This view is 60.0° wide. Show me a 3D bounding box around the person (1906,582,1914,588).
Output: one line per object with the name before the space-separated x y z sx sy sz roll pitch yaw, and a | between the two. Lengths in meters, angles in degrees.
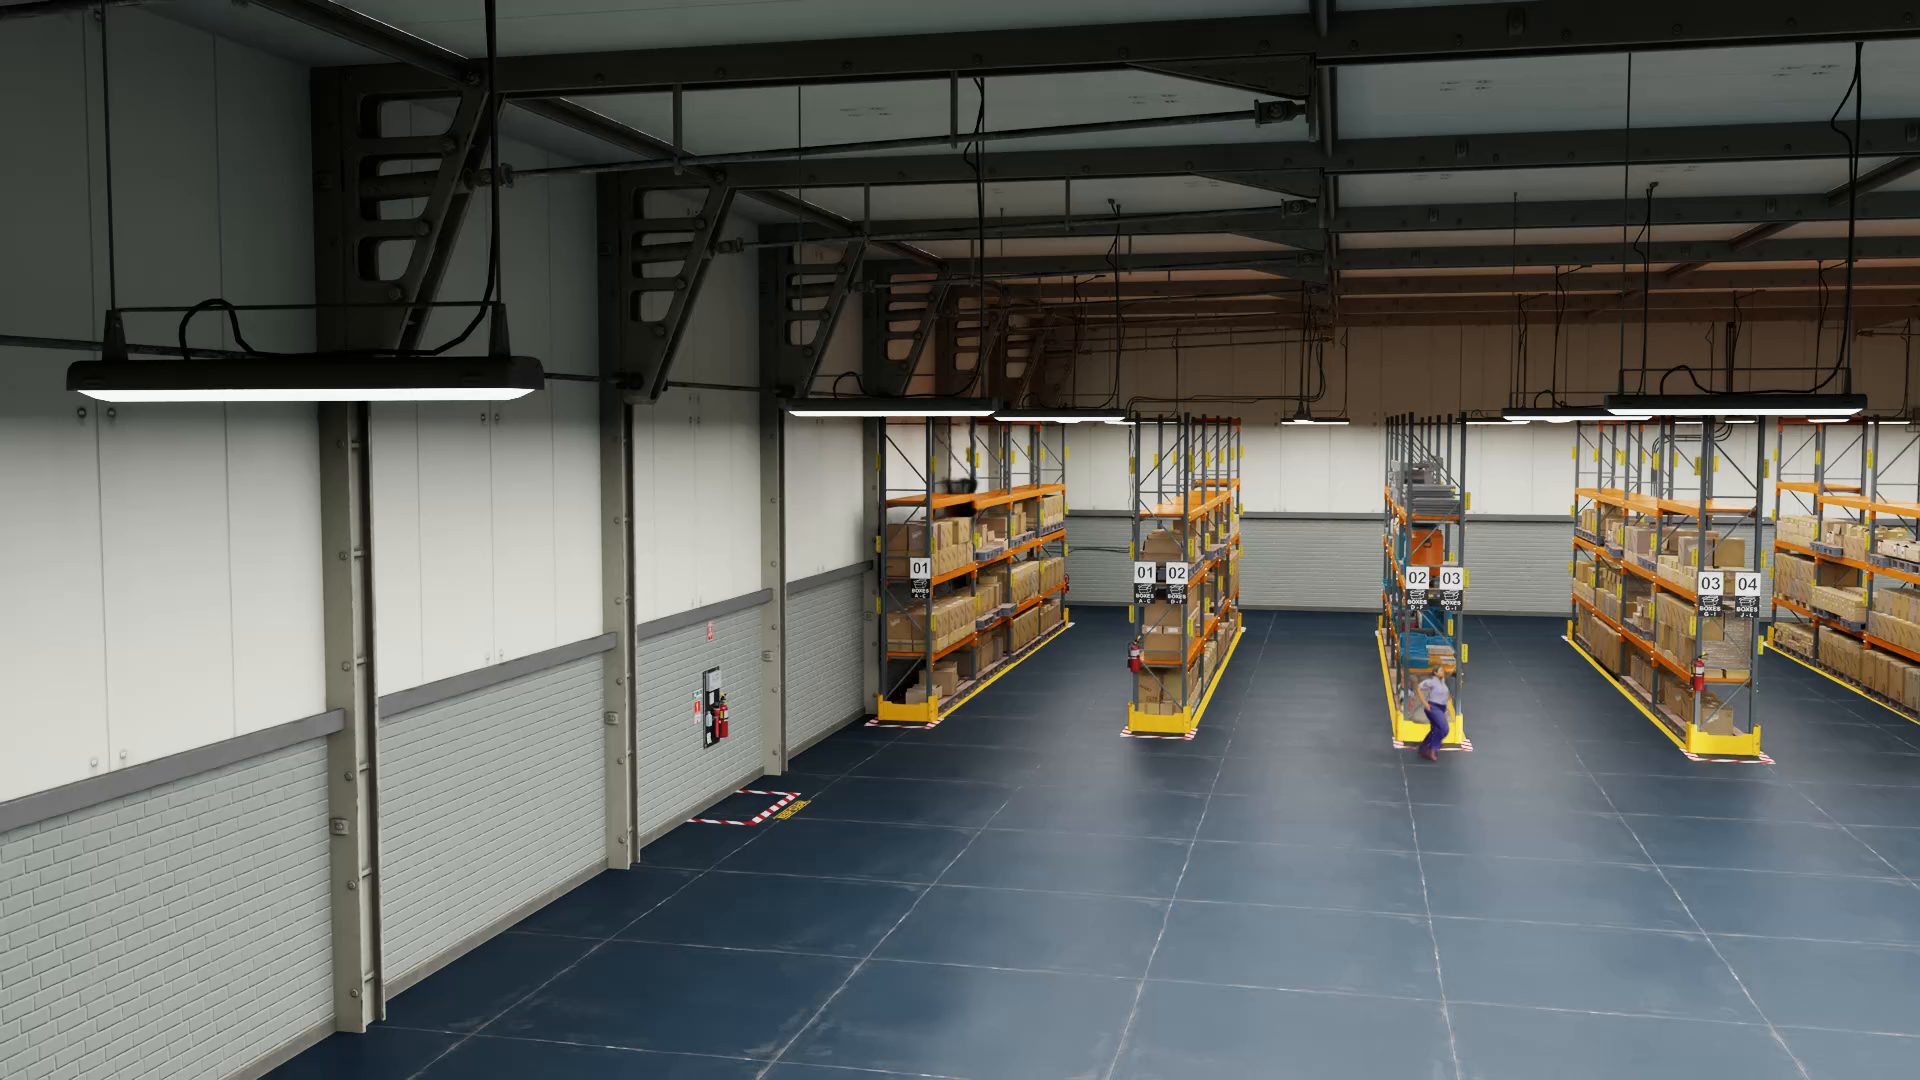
person | 25.146 1.915 43.853 0.887 1.696 0.518 1 4 13

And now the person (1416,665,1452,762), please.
person | 8.239 2.982 28.719 0.596 1.641 0.618 3 5 37
